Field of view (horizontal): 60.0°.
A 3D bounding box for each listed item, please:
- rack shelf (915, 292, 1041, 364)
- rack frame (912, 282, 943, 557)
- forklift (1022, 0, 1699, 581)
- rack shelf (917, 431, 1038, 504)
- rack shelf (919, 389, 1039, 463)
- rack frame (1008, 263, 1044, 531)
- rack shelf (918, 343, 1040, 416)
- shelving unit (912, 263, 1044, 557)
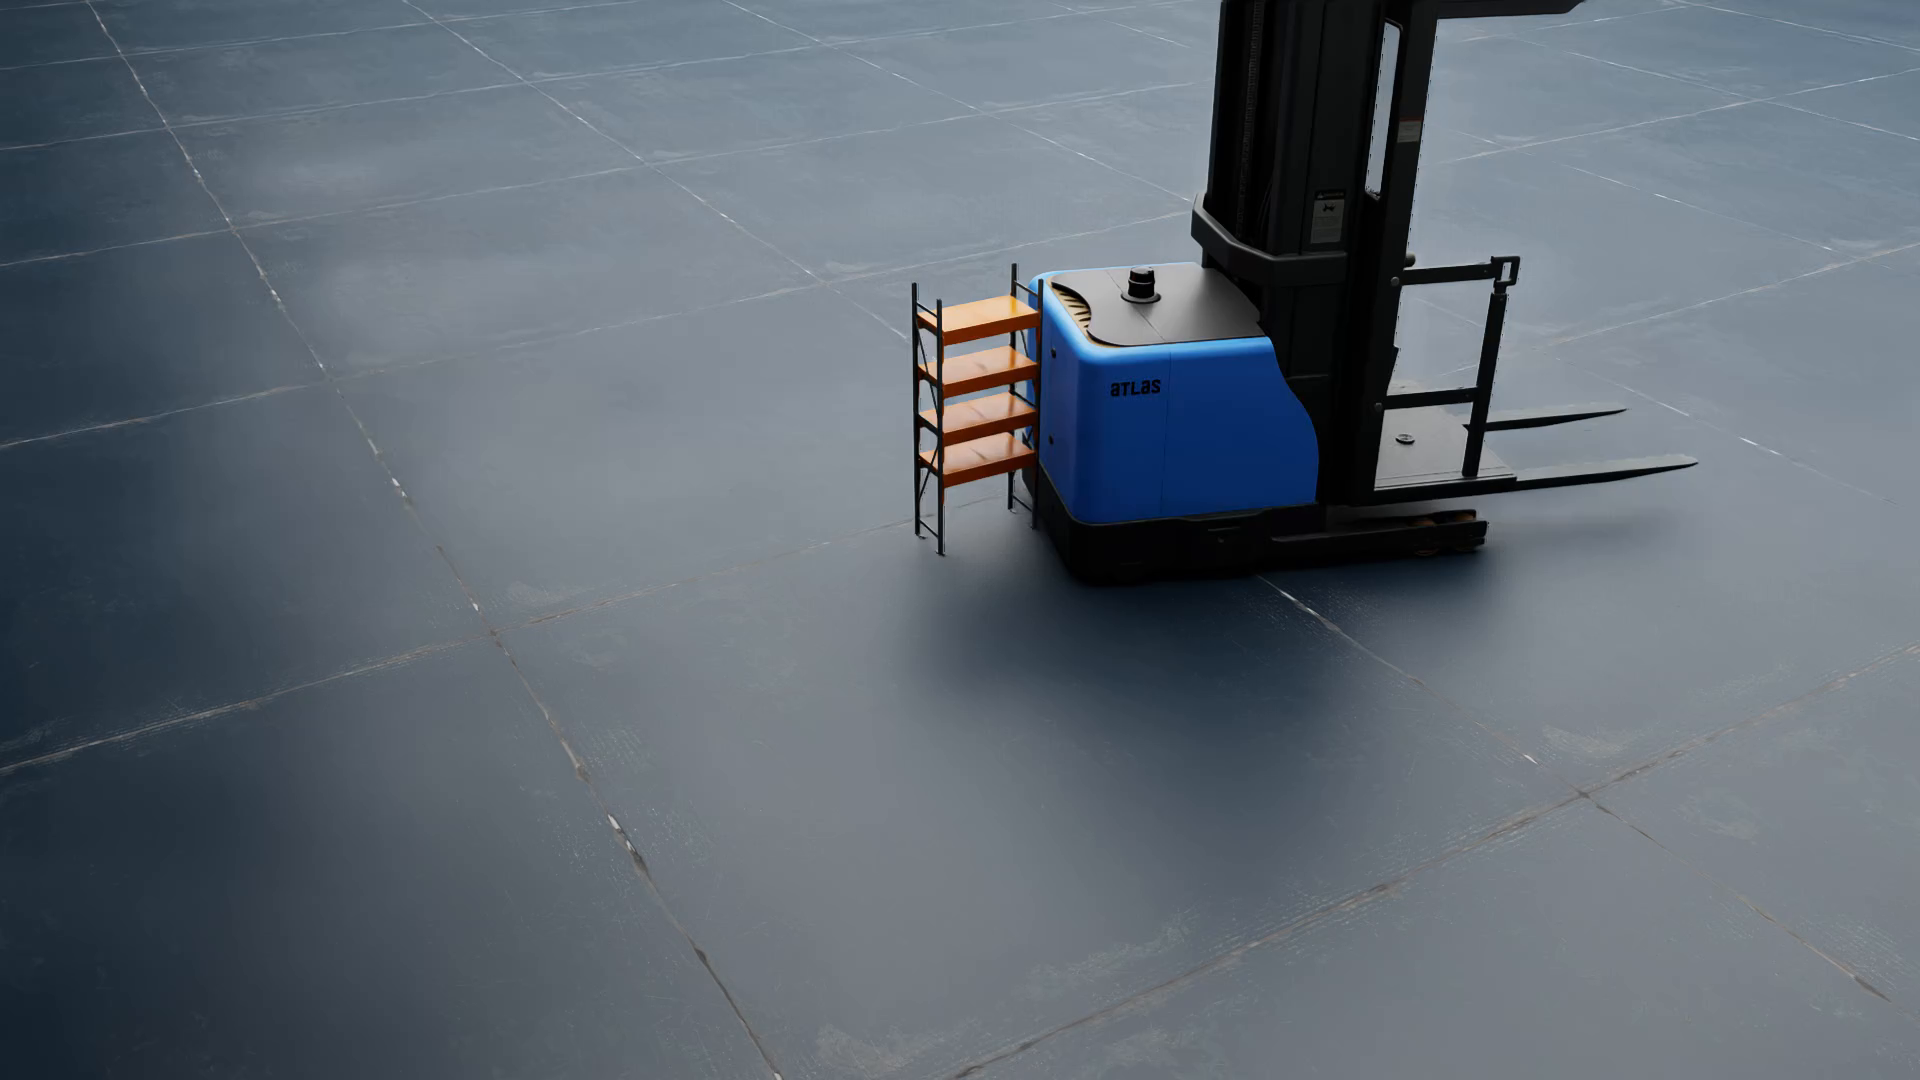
[{"bbox_3d":[0.075,-0.906,7.074,0.480,0.148,0.258,-15,32,-25],"label":"rack shelf"},{"bbox_3d":[-0.138,-0.504,7.159,0.015,1.200,0.240,-15,32,-25],"label":"rack frame"},{"bbox_3d":[1.863,-1.457,7.094,3.031,2.935,1.130,-6,29,-10],"label":"forklift"},{"bbox_3d":[0.075,-0.329,7.392,0.480,0.148,0.258,-15,32,-25],"label":"rack shelf"},{"bbox_3d":[0.075,-0.503,7.296,0.480,0.148,0.258,-15,32,-25],"label":"rack shelf"},{"bbox_3d":[0.287,-0.619,7.368,0.015,1.200,0.240,-15,32,-25],"label":"rack frame"},{"bbox_3d":[0.075,-0.699,7.188,0.480,0.148,0.258,-15,32,-25],"label":"rack shelf"},{"bbox_3d":[0.075,-0.562,7.264,0.503,1.200,0.258,-15,32,-25],"label":"shelving unit"}]
